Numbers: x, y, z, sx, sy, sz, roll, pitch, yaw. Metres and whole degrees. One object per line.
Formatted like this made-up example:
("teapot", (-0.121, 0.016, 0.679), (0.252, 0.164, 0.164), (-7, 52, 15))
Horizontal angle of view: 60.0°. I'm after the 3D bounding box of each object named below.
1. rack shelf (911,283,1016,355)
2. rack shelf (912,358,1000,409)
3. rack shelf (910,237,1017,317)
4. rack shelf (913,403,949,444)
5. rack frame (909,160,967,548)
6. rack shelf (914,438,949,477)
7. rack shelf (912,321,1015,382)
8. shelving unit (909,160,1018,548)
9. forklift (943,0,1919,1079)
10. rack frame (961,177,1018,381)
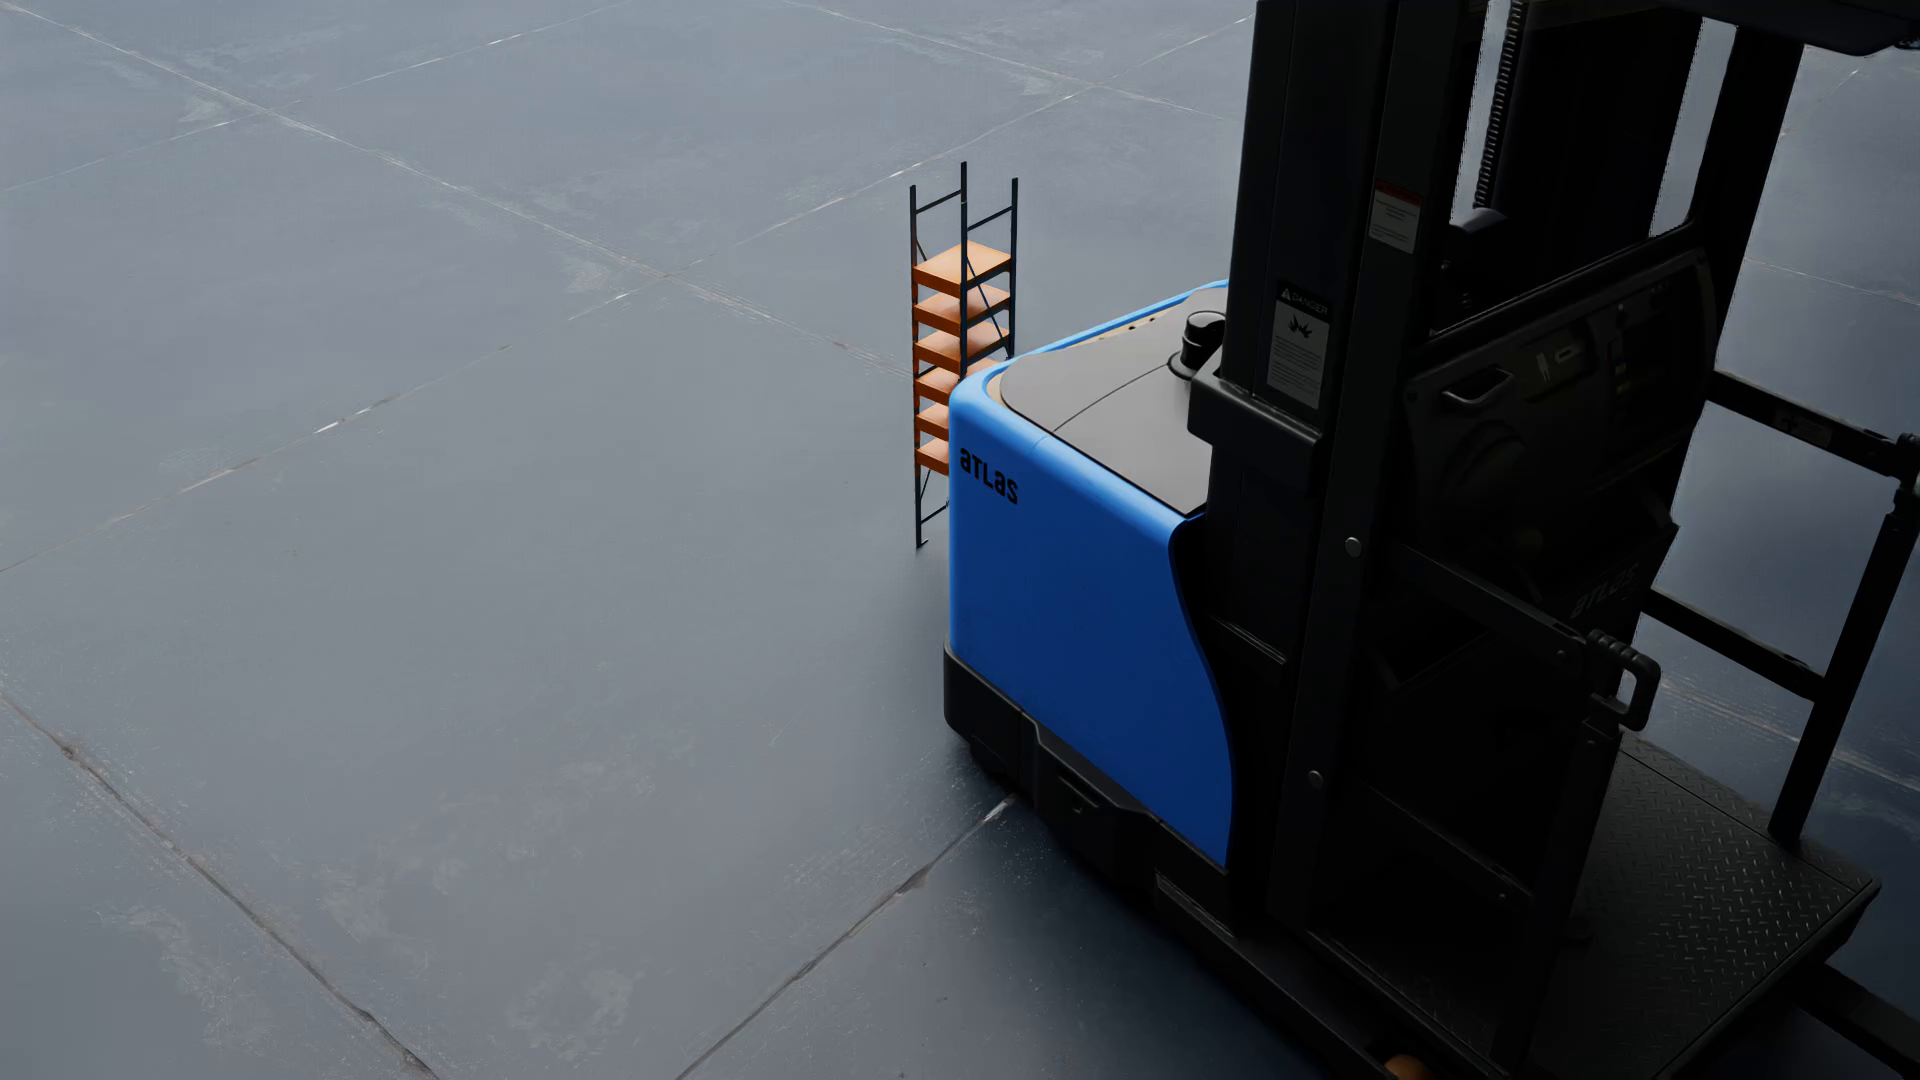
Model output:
("rack shelf", (0.011, -0.651, 4.792), (0.180, 0.103, 0.258), (25, 42, 32))
("rack shelf", (0.011, -0.453, 4.928), (0.180, 0.103, 0.258), (25, 42, 32))
("rack shelf", (0.011, -0.749, 4.724), (0.180, 0.103, 0.258), (25, 42, 32))
("rack shelf", (0.011, -0.354, 4.996), (0.180, 0.103, 0.258), (25, 42, 32))
("rack frame", (-0.059, -0.522, 4.951), (0.006, 1.200, 0.240), (25, 42, 32))
("rack shelf", (0.011, -0.255, 5.064), (0.180, 0.103, 0.258), (25, 42, 32))
("rack shelf", (0.011, -0.552, 4.860), (0.180, 0.103, 0.258), (25, 42, 32))
("shelving unit", (0.011, -0.489, 4.903), (0.189, 1.200, 0.258), (25, 42, 32))
("forklift", (1.263, -0.207, 2.963), (1.130, 2.935, 3.031), (-24, 41, -31))
("rack frame", (0.081, -0.456, 4.854), (0.006, 1.200, 0.240), (25, 42, 32))
